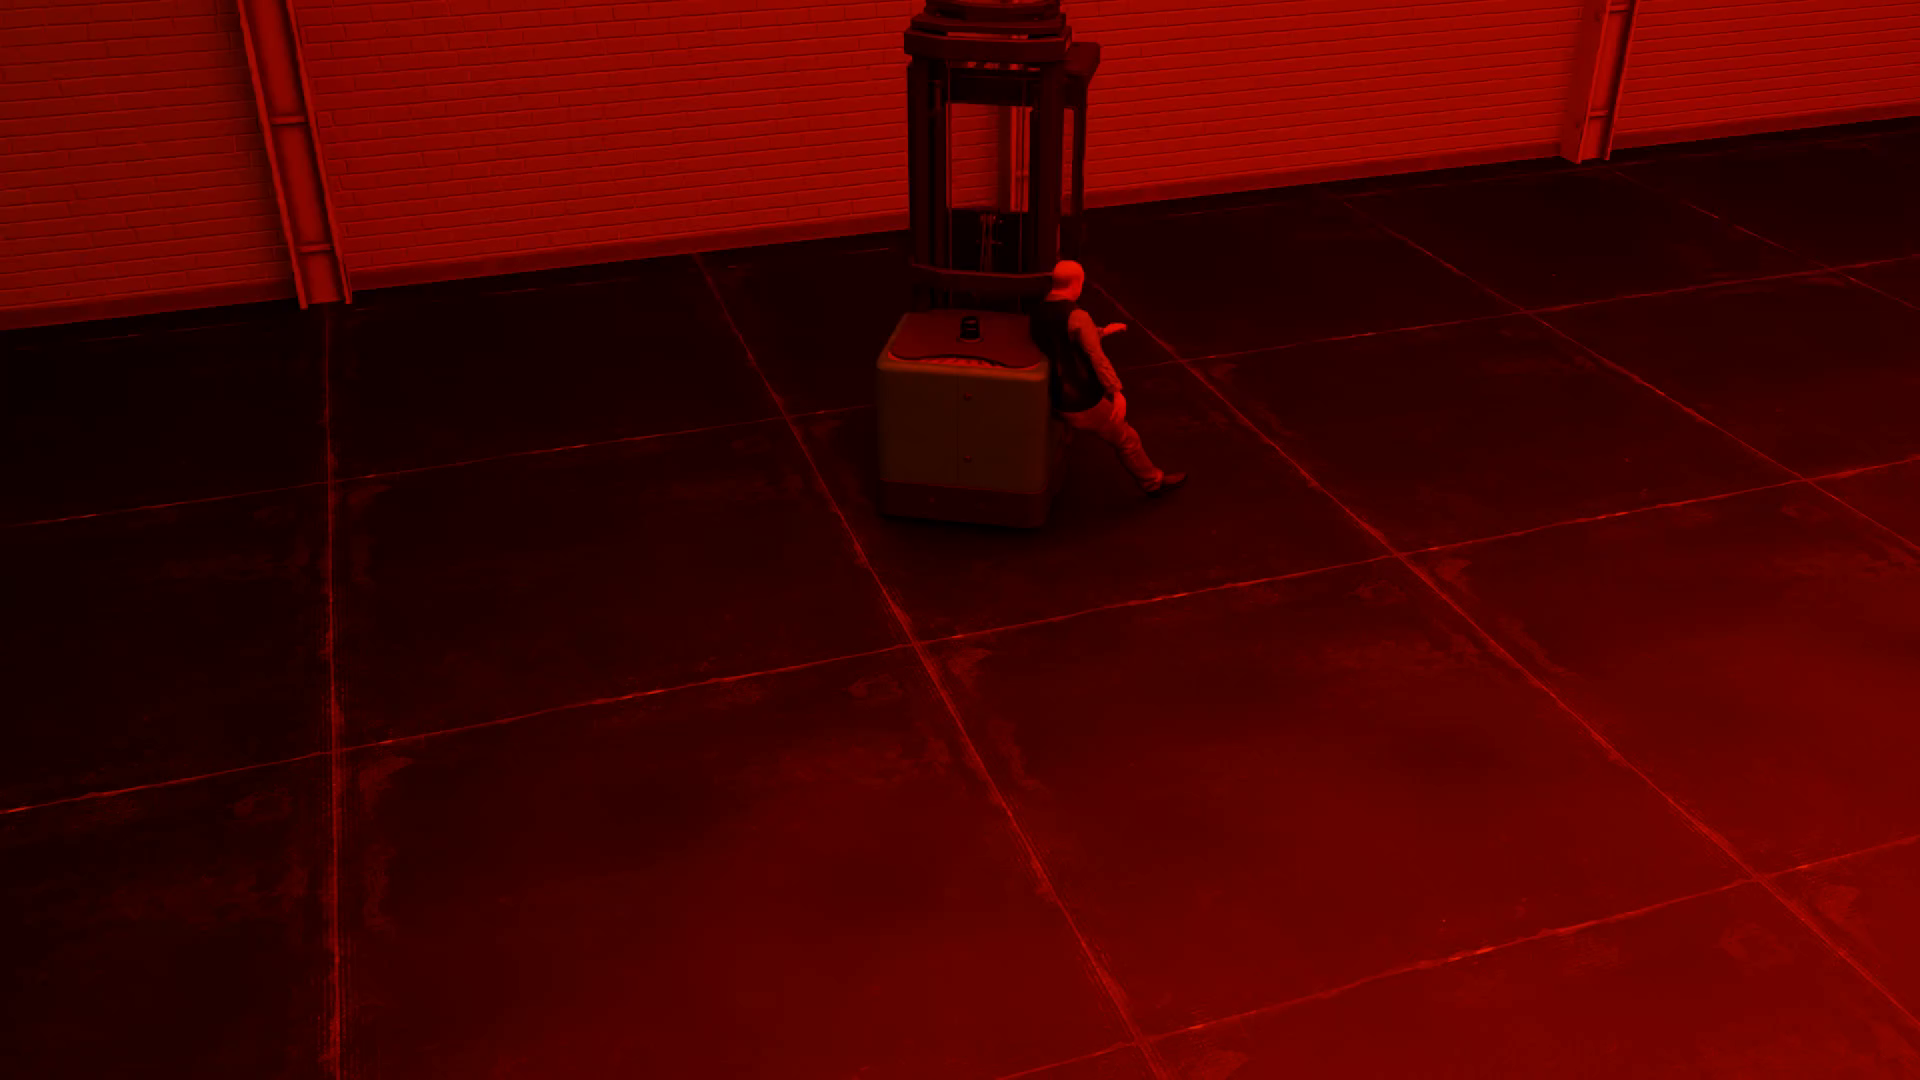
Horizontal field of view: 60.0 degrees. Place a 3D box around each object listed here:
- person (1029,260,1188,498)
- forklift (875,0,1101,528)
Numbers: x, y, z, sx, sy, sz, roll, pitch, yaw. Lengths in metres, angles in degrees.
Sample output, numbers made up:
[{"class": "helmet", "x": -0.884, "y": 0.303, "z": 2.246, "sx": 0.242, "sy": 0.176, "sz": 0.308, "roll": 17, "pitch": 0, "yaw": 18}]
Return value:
[{"class": "person", "x": 0.786, "y": -0.991, "z": 10.154, "sx": 1.016, "sy": 1.522, "sz": 0.944, "roll": -21, "pitch": 36, "yaw": -32}, {"class": "forklift", "x": 0.270, "y": -2.060, "z": 10.667, "sx": 1.130, "sy": 2.935, "sz": 3.031, "roll": 5, "pitch": 30, "yaw": 9}]
